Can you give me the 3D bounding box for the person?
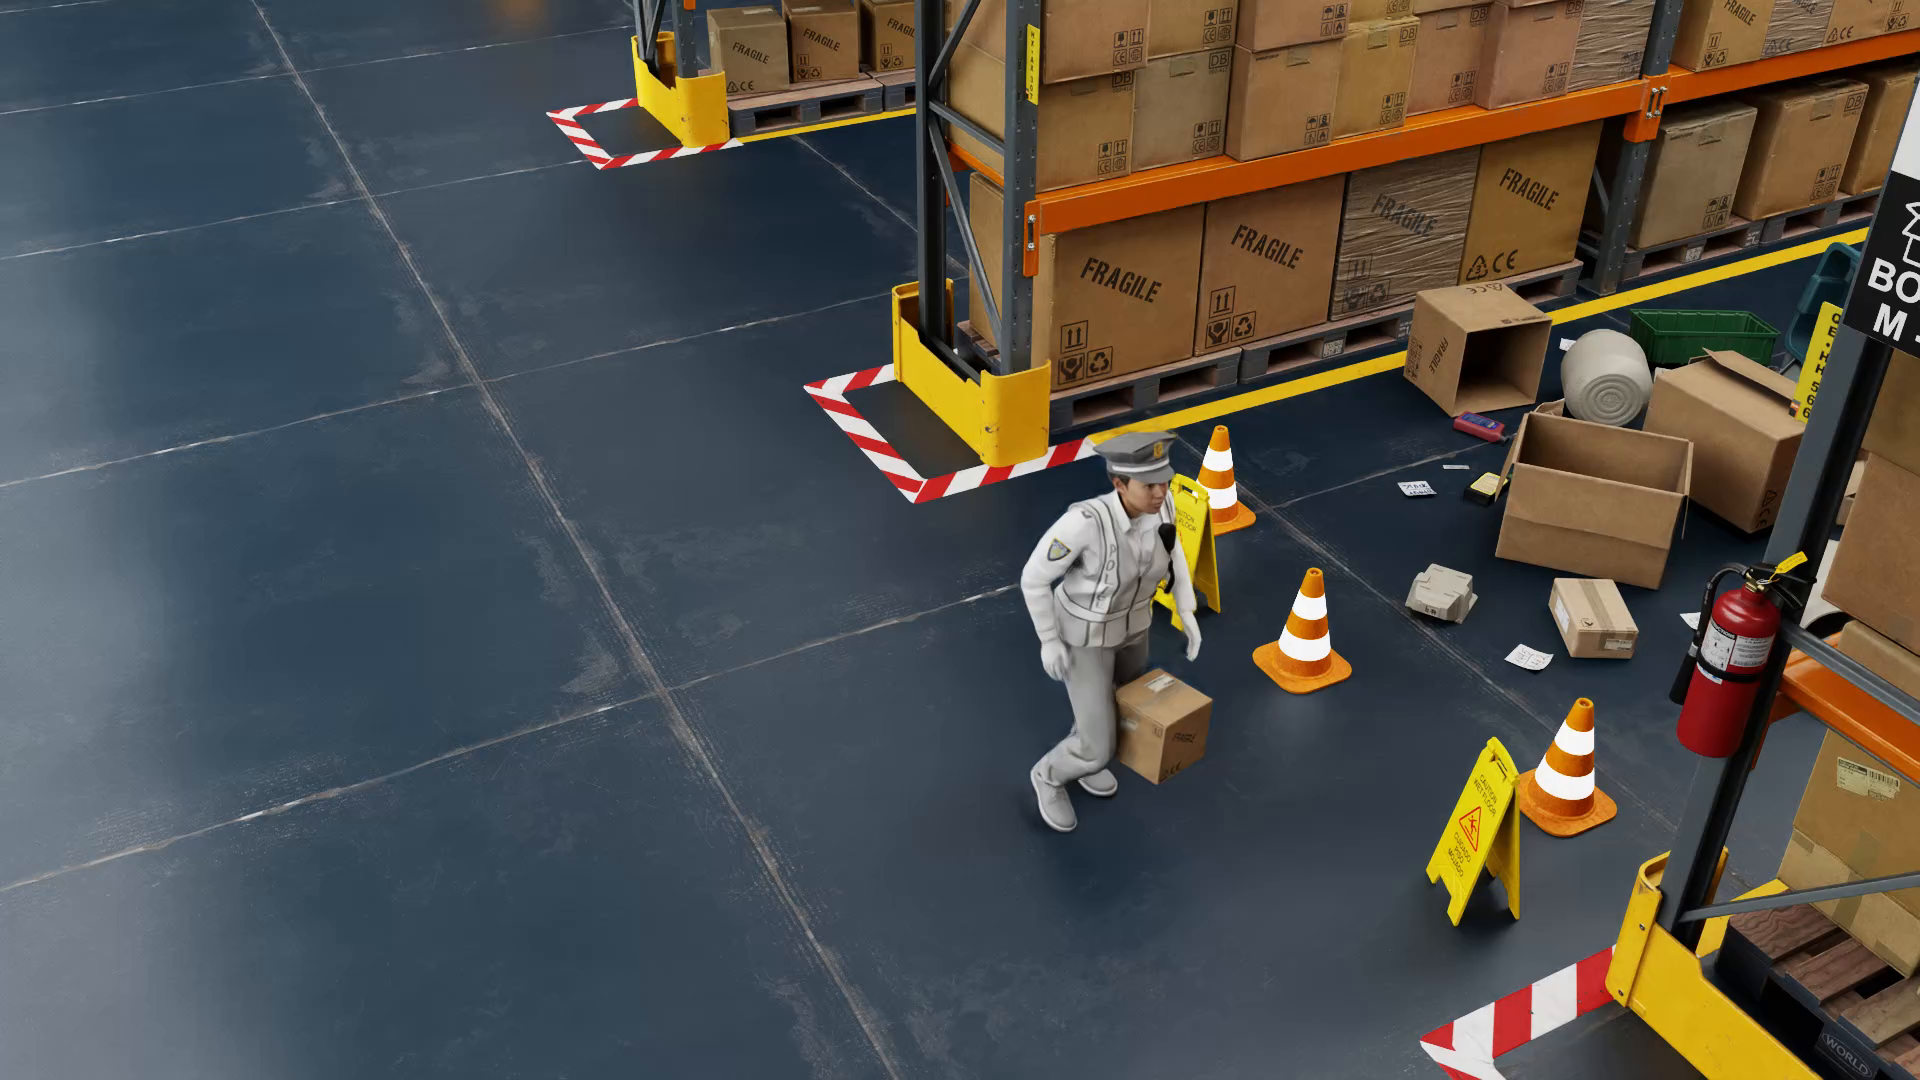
[{"bbox_3d":[0.506,0.306,5.700,0.624,1.628,0.578,-23,40,-31],"label":"person"}]
